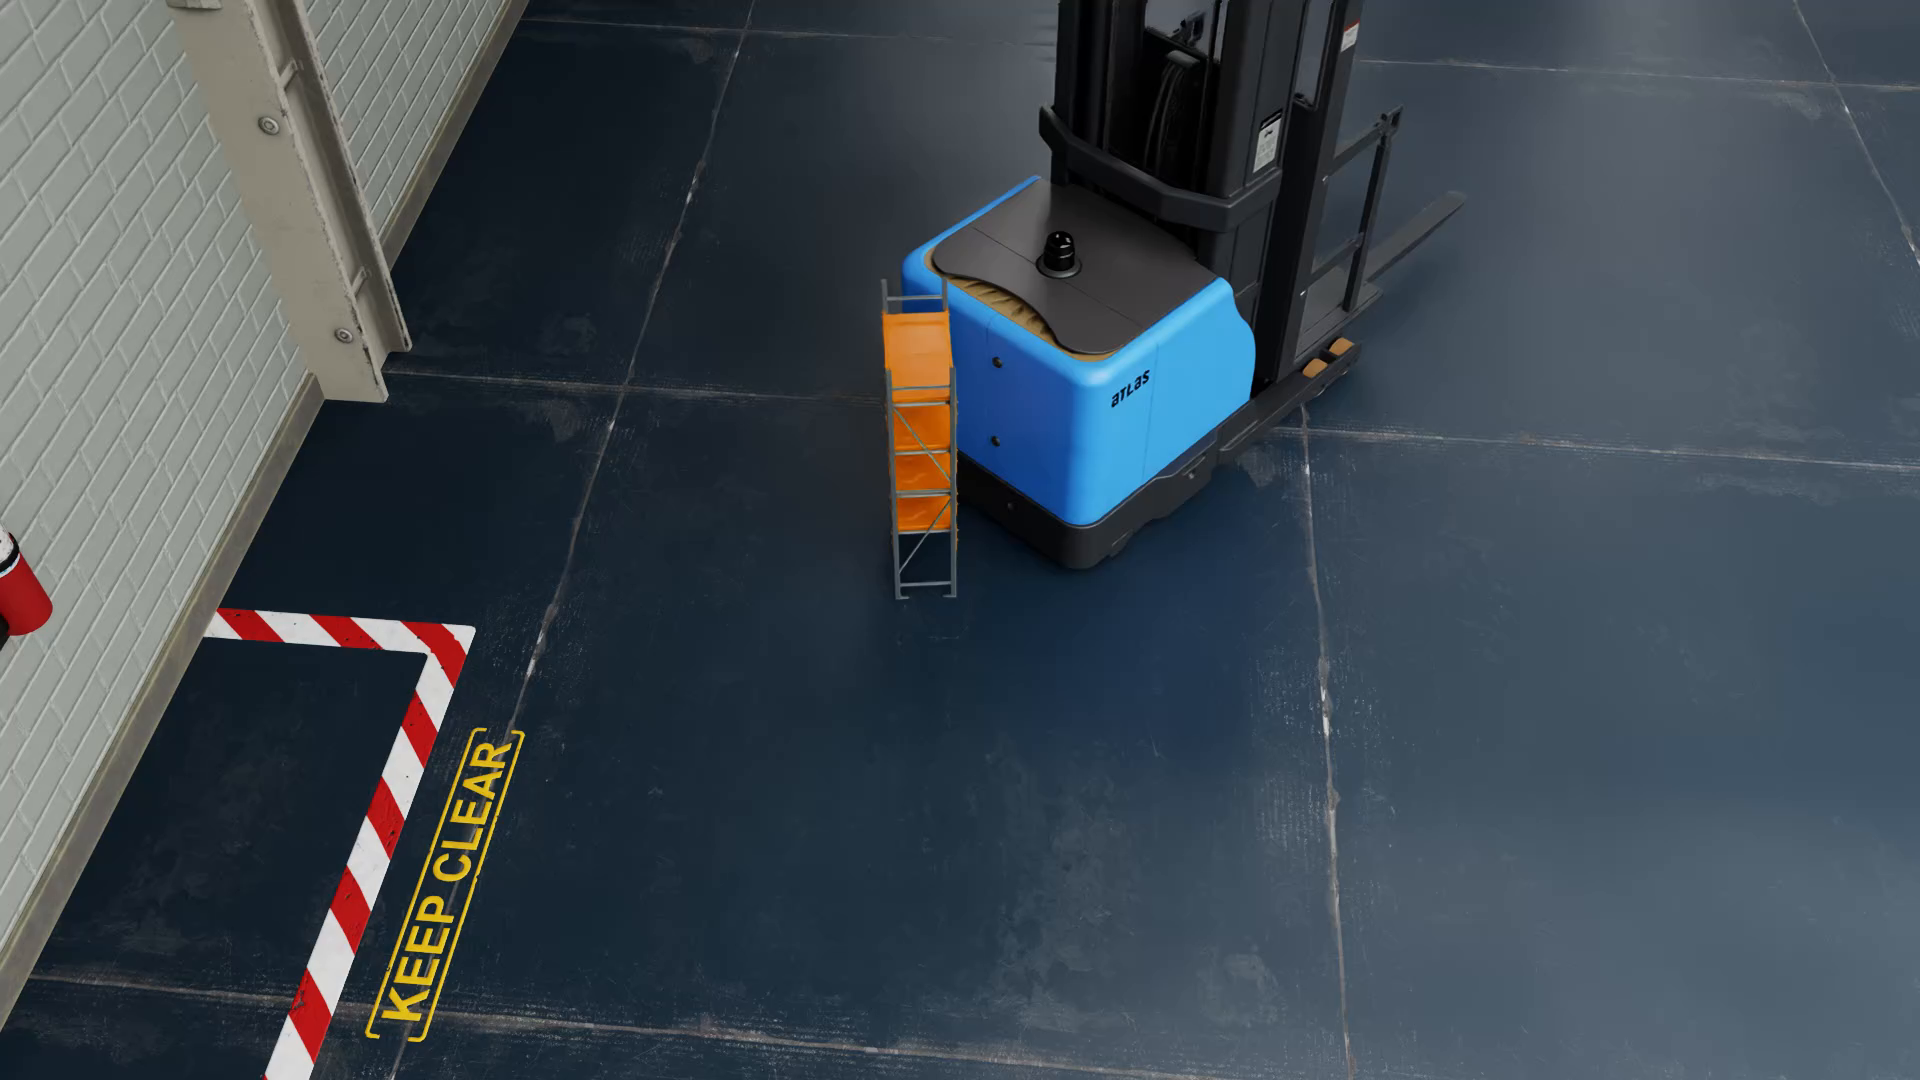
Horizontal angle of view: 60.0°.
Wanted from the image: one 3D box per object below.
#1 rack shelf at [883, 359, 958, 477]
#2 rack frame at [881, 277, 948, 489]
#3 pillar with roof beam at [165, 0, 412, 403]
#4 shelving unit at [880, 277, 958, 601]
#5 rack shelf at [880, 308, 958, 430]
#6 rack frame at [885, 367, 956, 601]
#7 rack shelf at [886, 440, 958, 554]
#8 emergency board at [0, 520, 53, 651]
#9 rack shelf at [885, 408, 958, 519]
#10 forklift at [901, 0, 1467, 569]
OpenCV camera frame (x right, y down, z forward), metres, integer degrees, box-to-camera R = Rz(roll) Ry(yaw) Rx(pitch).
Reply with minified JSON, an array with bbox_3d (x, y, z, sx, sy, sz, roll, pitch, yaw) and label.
[{"bbox_3d":[-0.150,-0.462,6.174,0.258,0.148,0.480,-3,48,-2],"label":"rack shelf"},{"bbox_3d":[-0.165,-0.537,6.454,0.240,1.200,0.015,-3,48,-2],"label":"rack frame"},{"bbox_3d":[1.616,-3.509,3.887,9.100,9.000,0.400,4,48,4],"label":"pillar with roof beam"},{"bbox_3d":[-0.150,-0.357,6.289,0.258,1.200,0.503,-3,48,-2],"label":"shelving unit"},{"bbox_3d":[-0.150,-0.622,5.999,0.258,0.148,0.480,-3,48,-2],"label":"rack shelf"},{"bbox_3d":[-0.135,-0.177,6.125,0.240,1.200,0.015,-3,48,-2],"label":"rack frame"},{"bbox_3d":[-0.150,-0.177,6.485,0.258,0.148,0.480,-3,48,-2],"label":"rack shelf"},{"bbox_3d":[-2.934,0.039,4.707,0.194,1.169,0.643,4,48,4],"label":"emergency board"},{"bbox_3d":[-0.150,-0.311,6.339,0.258,0.148,0.480,-3,48,-2],"label":"rack shelf"},{"bbox_3d":[1.145,-1.863,6.493,1.130,2.935,3.031,36,57,28],"label":"forklift"}]
